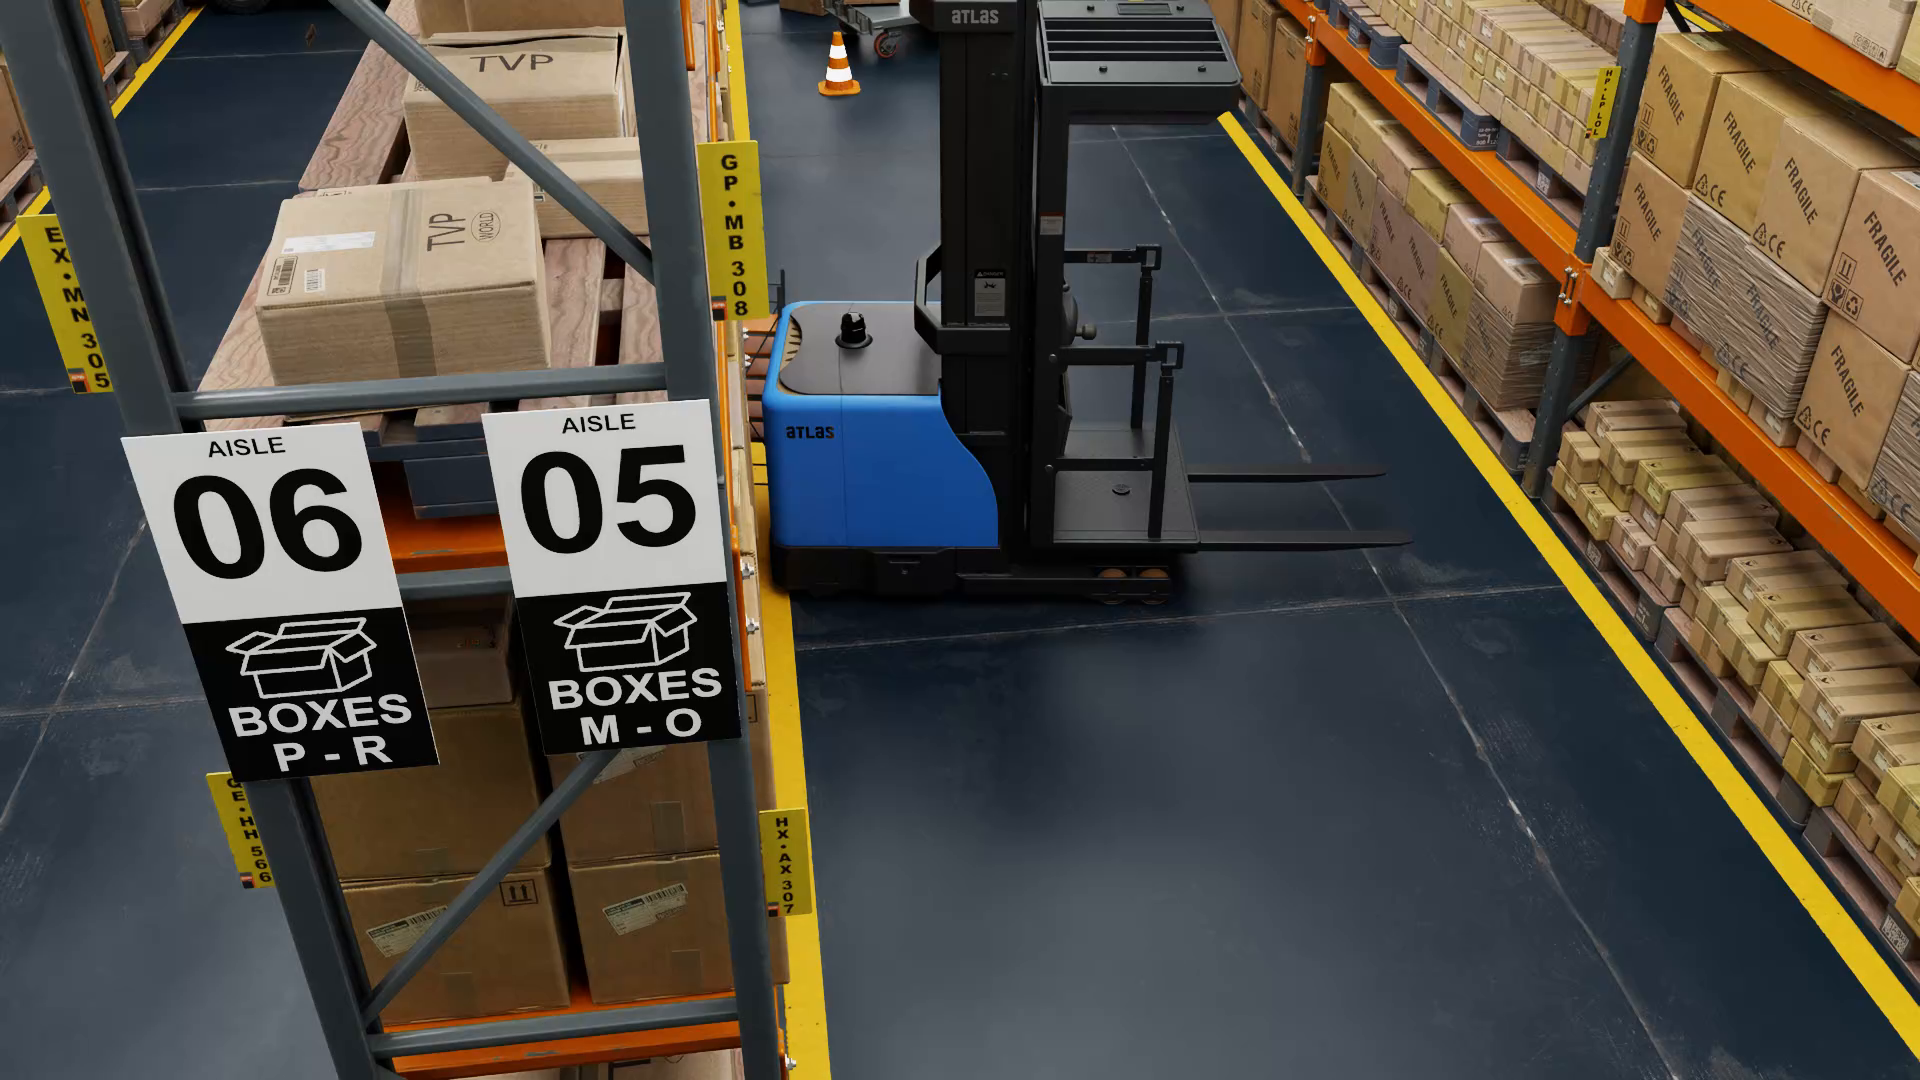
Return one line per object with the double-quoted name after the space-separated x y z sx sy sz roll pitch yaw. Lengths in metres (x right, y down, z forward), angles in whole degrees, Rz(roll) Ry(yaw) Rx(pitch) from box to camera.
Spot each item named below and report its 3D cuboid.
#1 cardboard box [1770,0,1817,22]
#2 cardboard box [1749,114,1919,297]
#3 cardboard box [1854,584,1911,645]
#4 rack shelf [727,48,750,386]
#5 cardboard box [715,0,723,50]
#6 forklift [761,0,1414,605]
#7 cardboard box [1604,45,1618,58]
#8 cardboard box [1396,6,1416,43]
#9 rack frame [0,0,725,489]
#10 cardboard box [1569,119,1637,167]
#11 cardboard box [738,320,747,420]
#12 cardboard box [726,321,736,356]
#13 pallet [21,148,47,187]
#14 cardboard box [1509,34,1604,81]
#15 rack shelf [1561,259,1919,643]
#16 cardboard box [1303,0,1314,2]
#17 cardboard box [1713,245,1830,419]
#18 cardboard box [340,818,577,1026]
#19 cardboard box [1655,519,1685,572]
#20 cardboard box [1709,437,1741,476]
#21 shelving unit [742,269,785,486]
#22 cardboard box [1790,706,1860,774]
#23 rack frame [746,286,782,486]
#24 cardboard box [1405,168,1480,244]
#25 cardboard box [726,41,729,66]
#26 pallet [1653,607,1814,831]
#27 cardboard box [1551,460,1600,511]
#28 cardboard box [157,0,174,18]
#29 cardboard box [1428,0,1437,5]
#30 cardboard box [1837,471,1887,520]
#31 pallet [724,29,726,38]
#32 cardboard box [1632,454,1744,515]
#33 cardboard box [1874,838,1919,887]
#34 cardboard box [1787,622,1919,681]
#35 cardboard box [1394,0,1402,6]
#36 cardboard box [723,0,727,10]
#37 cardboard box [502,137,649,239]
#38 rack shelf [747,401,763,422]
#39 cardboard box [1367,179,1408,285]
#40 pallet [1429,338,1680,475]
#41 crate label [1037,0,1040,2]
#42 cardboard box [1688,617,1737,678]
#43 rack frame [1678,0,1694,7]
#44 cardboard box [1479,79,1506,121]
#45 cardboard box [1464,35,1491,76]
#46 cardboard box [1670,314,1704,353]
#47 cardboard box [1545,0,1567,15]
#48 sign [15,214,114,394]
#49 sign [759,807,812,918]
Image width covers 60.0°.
3.294 -2.136 6.190 0.500 0.250 0.500 -5 35 -7 "cardboard box"
3.358 -1.251 6.181 0.500 0.500 0.500 -4 34 -6 "cardboard box"
3.896 0.291 6.789 0.380 0.149 0.250 -4 35 -6 "cardboard box"
-1.743 -1.903 9.017 1.077 0.370 4.000 -4 35 -6 "rack shelf"
-1.410 -2.368 8.084 0.500 0.500 0.500 -5 35 -8 "cardboard box"
0.629 -1.210 7.423 3.031 2.935 1.130 0 34 0 "forklift"
3.674 -2.547 8.909 0.380 0.149 0.250 -3 34 -4 "cardboard box"
2.850 -3.101 9.988 0.380 0.149 0.250 -3 34 -4 "cardboard box"
-0.937 -1.331 2.212 1.000 3.000 0.127 -4 35 -6 "rack frame"
3.168 -1.915 7.983 0.380 0.149 0.250 -3 34 -5 "cardboard box"
-0.999 -0.729 5.680 0.500 0.500 0.500 -4 34 -6 "cardboard box"
-0.877 -0.662 5.005 0.380 0.149 0.250 -5 35 -8 "cardboard box"
-7.163 -2.928 12.358 1.003 0.211 1.213 -4 35 -6 "pallet"
3.064 -2.481 8.549 0.380 0.149 0.250 -4 35 -7 "cardboard box"
3.686 -0.102 6.375 1.077 0.370 4.000 -4 35 -6 "rack shelf"
2.552 -4.020 11.396 0.500 0.500 0.500 -4 35 -6 "cardboard box"
3.340 -0.825 6.444 0.500 0.500 0.500 -5 35 -7 "cardboard box"
-1.264 0.858 4.239 0.500 0.500 0.500 -4 34 -6 "cardboard box"
3.374 0.011 7.464 0.380 0.149 0.250 -6 35 -9 "cardboard box"
3.796 -0.438 7.860 0.380 0.149 0.250 -4 34 -6 "cardboard box"
-0.986 -0.758 8.238 0.258 1.200 0.189 2 35 -1 "shelving unit"
3.447 0.748 6.384 0.380 0.149 0.250 -4 34 -6 "cardboard box"
-0.985 -0.705 8.164 0.240 1.200 0.006 2 35 -1 "rack frame"
2.925 -1.944 9.620 0.500 0.250 0.500 -6 35 -8 "cardboard box"
-1.603 -2.708 9.693 0.500 0.250 0.500 -4 34 -6 "cardboard box"
3.710 0.691 7.048 1.003 0.211 1.213 -4 35 -6 "pallet"
3.148 -0.283 8.161 0.380 0.149 0.250 -6 35 -8 "cardboard box"
-7.289 -4.785 14.676 0.500 0.250 0.500 -5 35 -7 "cardboard box"
2.890 -3.205 9.611 0.380 0.149 0.250 -3 34 -4 "cardboard box"
3.493 -0.212 6.121 0.380 0.149 0.250 -4 34 -6 "cardboard box"
-2.444 -3.962 13.876 1.003 0.211 1.213 -4 35 -6 "pallet"
3.319 -0.253 7.588 0.380 0.149 0.250 -5 35 -7 "cardboard box"
3.592 1.154 6.052 0.380 0.149 0.250 -5 35 -7 "cardboard box"
3.506 0.469 6.528 0.380 0.149 0.250 -5 35 -8 "cardboard box"
2.823 -3.355 10.096 0.380 0.149 0.250 -5 35 -8 "cardboard box"
-2.362 -4.935 14.897 0.500 0.250 0.500 -6 35 -9 "cardboard box"
-0.855 -0.827 3.898 0.380 0.149 0.250 -3 34 -5 "cardboard box"
-0.992 -0.624 8.333 0.258 0.103 0.180 2 35 -1 "rack shelf"
2.866 -1.908 10.232 0.500 0.500 0.500 -5 35 -8 "cardboard box"
3.311 -0.797 9.233 1.003 0.211 1.213 -4 35 -6 "pallet"
0.663 -5.048 15.536 0.250 0.136 0.298 27 43 34 "crate label"
3.362 0.438 7.103 0.380 0.149 0.250 -5 35 -8 "cardboard box"
7.270 -6.299 14.829 1.000 3.000 0.127 -4 35 -6 "rack frame"
3.024 -2.371 8.915 0.380 0.149 0.250 -6 35 -8 "cardboard box"
2.987 -2.650 9.062 0.380 0.149 0.250 -4 35 -6 "cardboard box"
3.327 -0.945 7.197 0.380 0.149 0.250 -6 35 -8 "cardboard box"
3.571 -3.103 9.461 0.380 0.149 0.250 -3 34 -4 "cardboard box"
-1.476 -0.391 2.781 0.100 0.325 0.005 -4 35 -6 "sign"
-0.386 0.719 3.692 0.100 0.325 0.005 -4 35 -6 "sign"
